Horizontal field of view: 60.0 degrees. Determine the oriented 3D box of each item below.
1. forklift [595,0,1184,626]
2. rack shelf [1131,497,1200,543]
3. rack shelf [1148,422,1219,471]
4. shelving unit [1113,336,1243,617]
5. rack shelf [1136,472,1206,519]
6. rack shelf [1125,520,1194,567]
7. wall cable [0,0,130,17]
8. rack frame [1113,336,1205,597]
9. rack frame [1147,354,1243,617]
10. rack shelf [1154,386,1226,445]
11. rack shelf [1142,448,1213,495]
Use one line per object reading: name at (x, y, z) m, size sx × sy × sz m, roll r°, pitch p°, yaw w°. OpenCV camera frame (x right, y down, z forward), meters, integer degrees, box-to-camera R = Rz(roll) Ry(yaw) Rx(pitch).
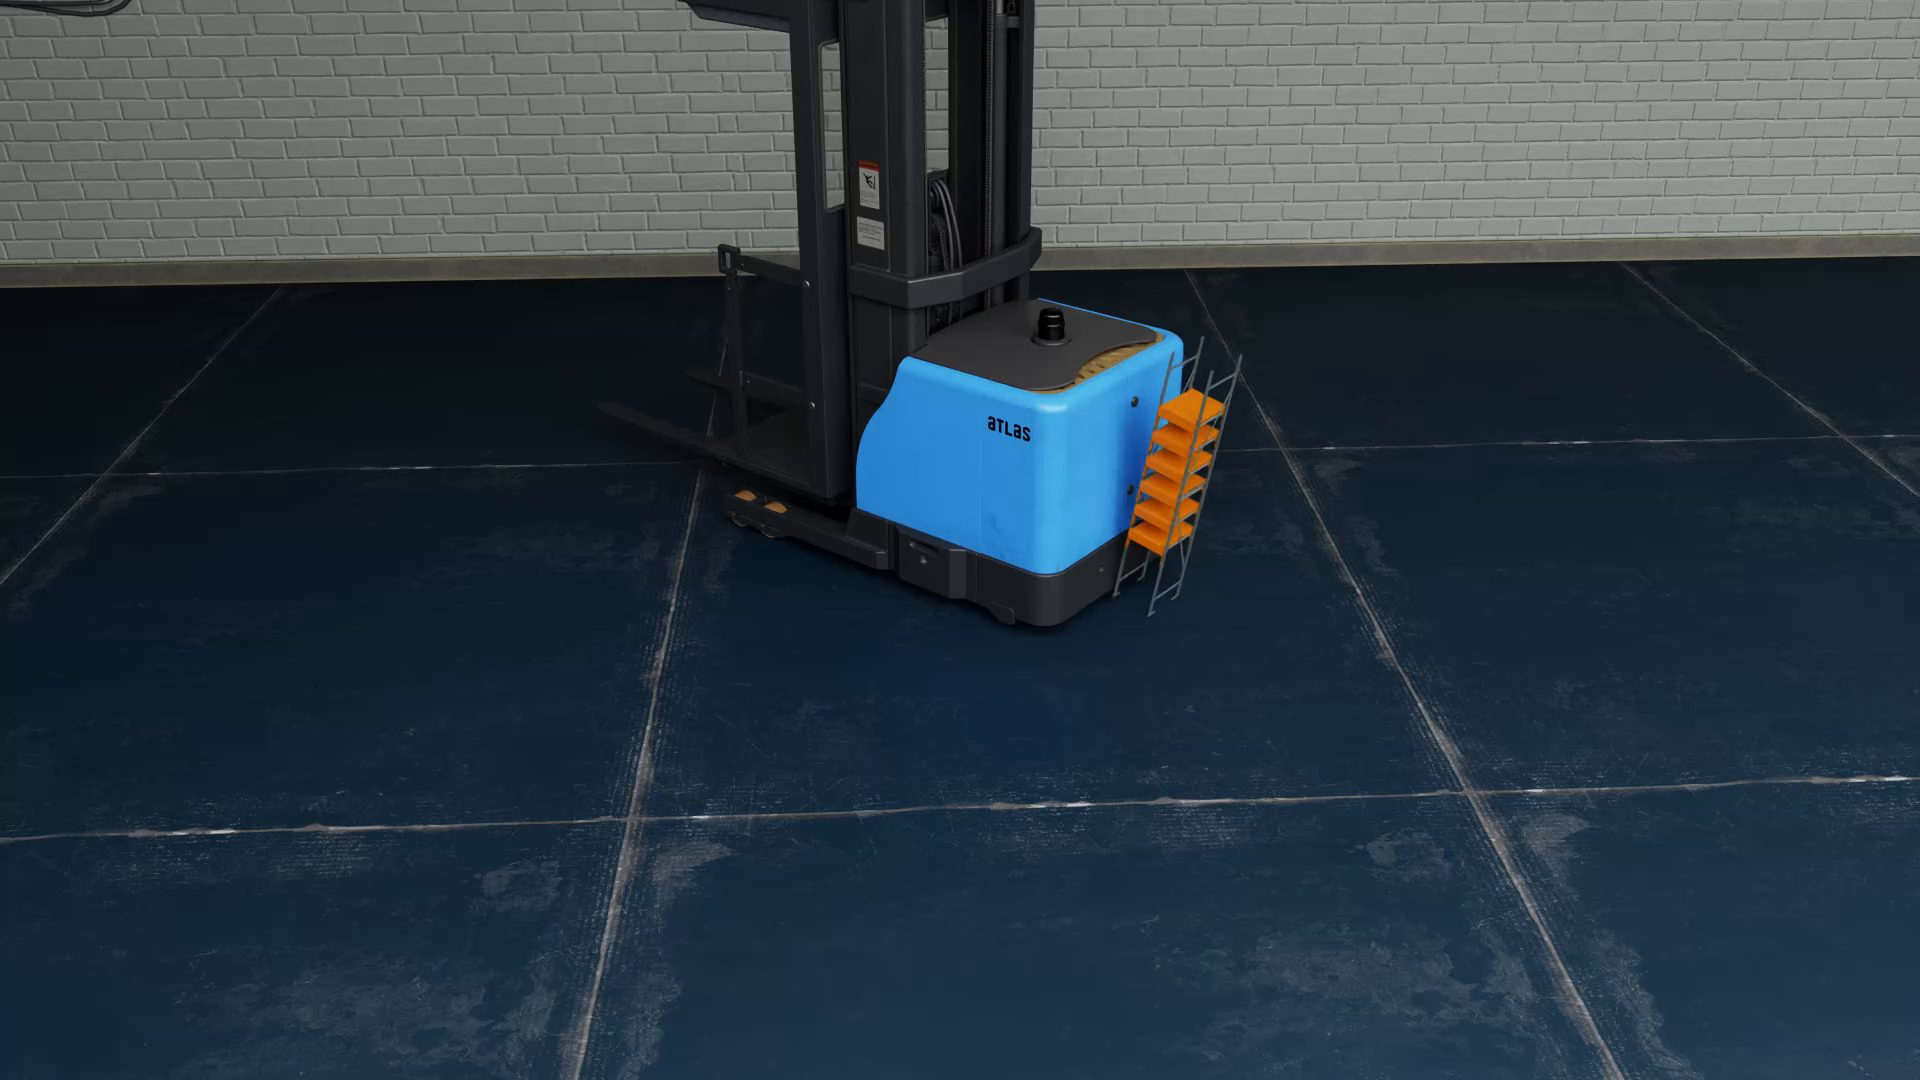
forklift at (-0.495, -1.480, 7.419) m, size 3.031 × 2.935 × 1.130 m, roll 20°, pitch 34°, yaw 33°
rack shelf at (0.870, -0.112, 6.999) m, size 0.180 × 0.103 × 0.258 m, roll 30°, pitch 39°, yaw 28°
rack shelf at (0.921, -0.407, 6.799) m, size 0.180 × 0.103 × 0.258 m, roll 30°, pitch 39°, yaw 28°
shelving unit at (0.894, -0.246, 6.908) m, size 0.189 × 1.200 × 0.258 m, roll 30°, pitch 39°, yaw 28°
rack shelf at (0.887, -0.210, 6.932) m, size 0.180 × 0.103 × 0.258 m, roll 30°, pitch 39°, yaw 28°
rack shelf at (0.853, -0.013, 7.066) m, size 0.180 × 0.103 × 0.258 m, roll 30°, pitch 39°, yaw 28°
wall cable at (-6.461, -4.253, 9.532) m, size 3.097 × 2.526 × 0.112 m, roll -1°, pitch 28°, yaw -3°
rack frame at (0.824, -0.287, 6.950) m, size 0.006 × 1.200 × 0.240 m, roll 30°, pitch 39°, yaw 28°
rack frame at (0.964, -0.205, 6.865) m, size 0.006 × 1.200 × 0.240 m, roll 30°, pitch 39°, yaw 28°
rack shelf at (0.938, -0.505, 6.732) m, size 0.180 × 0.103 × 0.258 m, roll 30°, pitch 39°, yaw 28°
rack shelf at (0.904, -0.308, 6.866) m, size 0.180 × 0.103 × 0.258 m, roll 30°, pitch 39°, yaw 28°
